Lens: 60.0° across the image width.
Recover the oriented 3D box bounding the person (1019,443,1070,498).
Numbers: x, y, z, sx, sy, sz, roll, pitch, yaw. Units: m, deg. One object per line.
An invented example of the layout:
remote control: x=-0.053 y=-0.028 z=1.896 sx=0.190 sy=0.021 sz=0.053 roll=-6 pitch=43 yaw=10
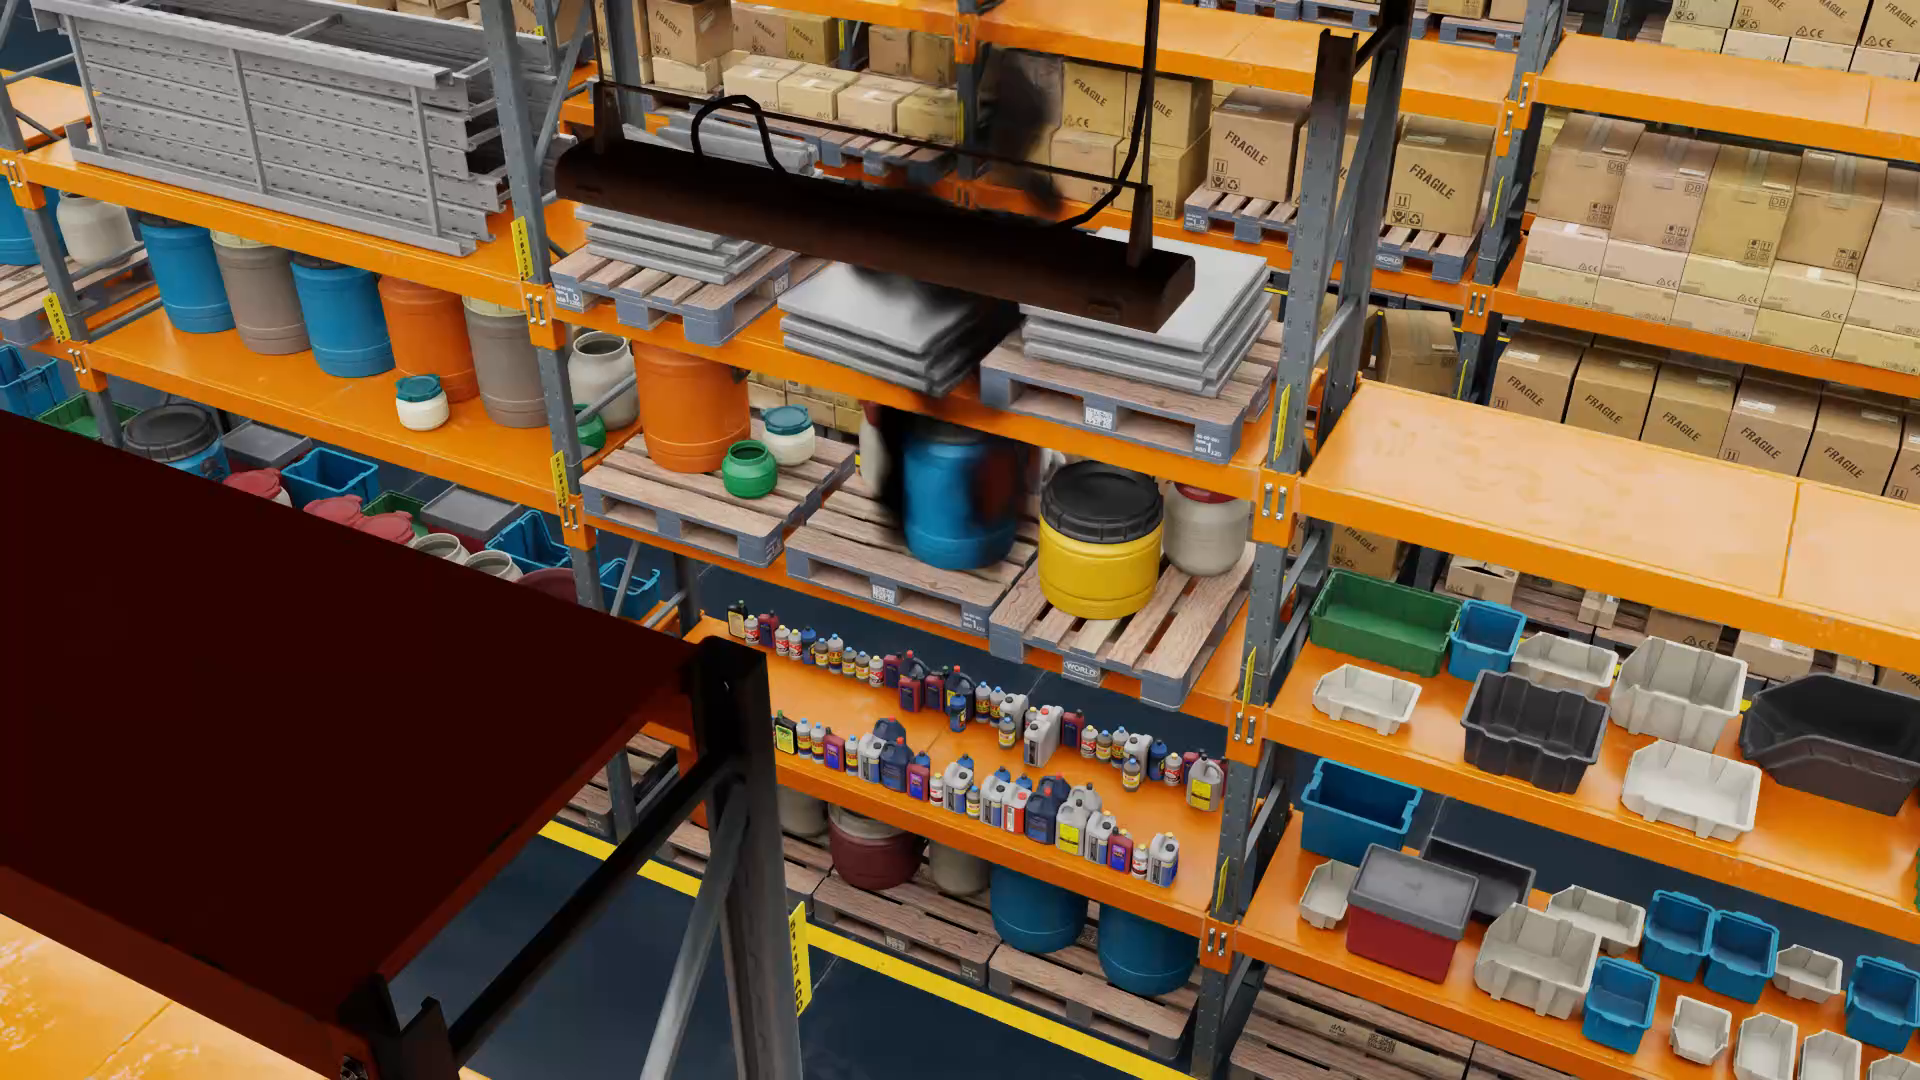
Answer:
person: x=0.461 y=-0.130 z=12.482 sx=0.849 sy=1.831 sz=0.676 roll=12 pitch=37 yaw=17
